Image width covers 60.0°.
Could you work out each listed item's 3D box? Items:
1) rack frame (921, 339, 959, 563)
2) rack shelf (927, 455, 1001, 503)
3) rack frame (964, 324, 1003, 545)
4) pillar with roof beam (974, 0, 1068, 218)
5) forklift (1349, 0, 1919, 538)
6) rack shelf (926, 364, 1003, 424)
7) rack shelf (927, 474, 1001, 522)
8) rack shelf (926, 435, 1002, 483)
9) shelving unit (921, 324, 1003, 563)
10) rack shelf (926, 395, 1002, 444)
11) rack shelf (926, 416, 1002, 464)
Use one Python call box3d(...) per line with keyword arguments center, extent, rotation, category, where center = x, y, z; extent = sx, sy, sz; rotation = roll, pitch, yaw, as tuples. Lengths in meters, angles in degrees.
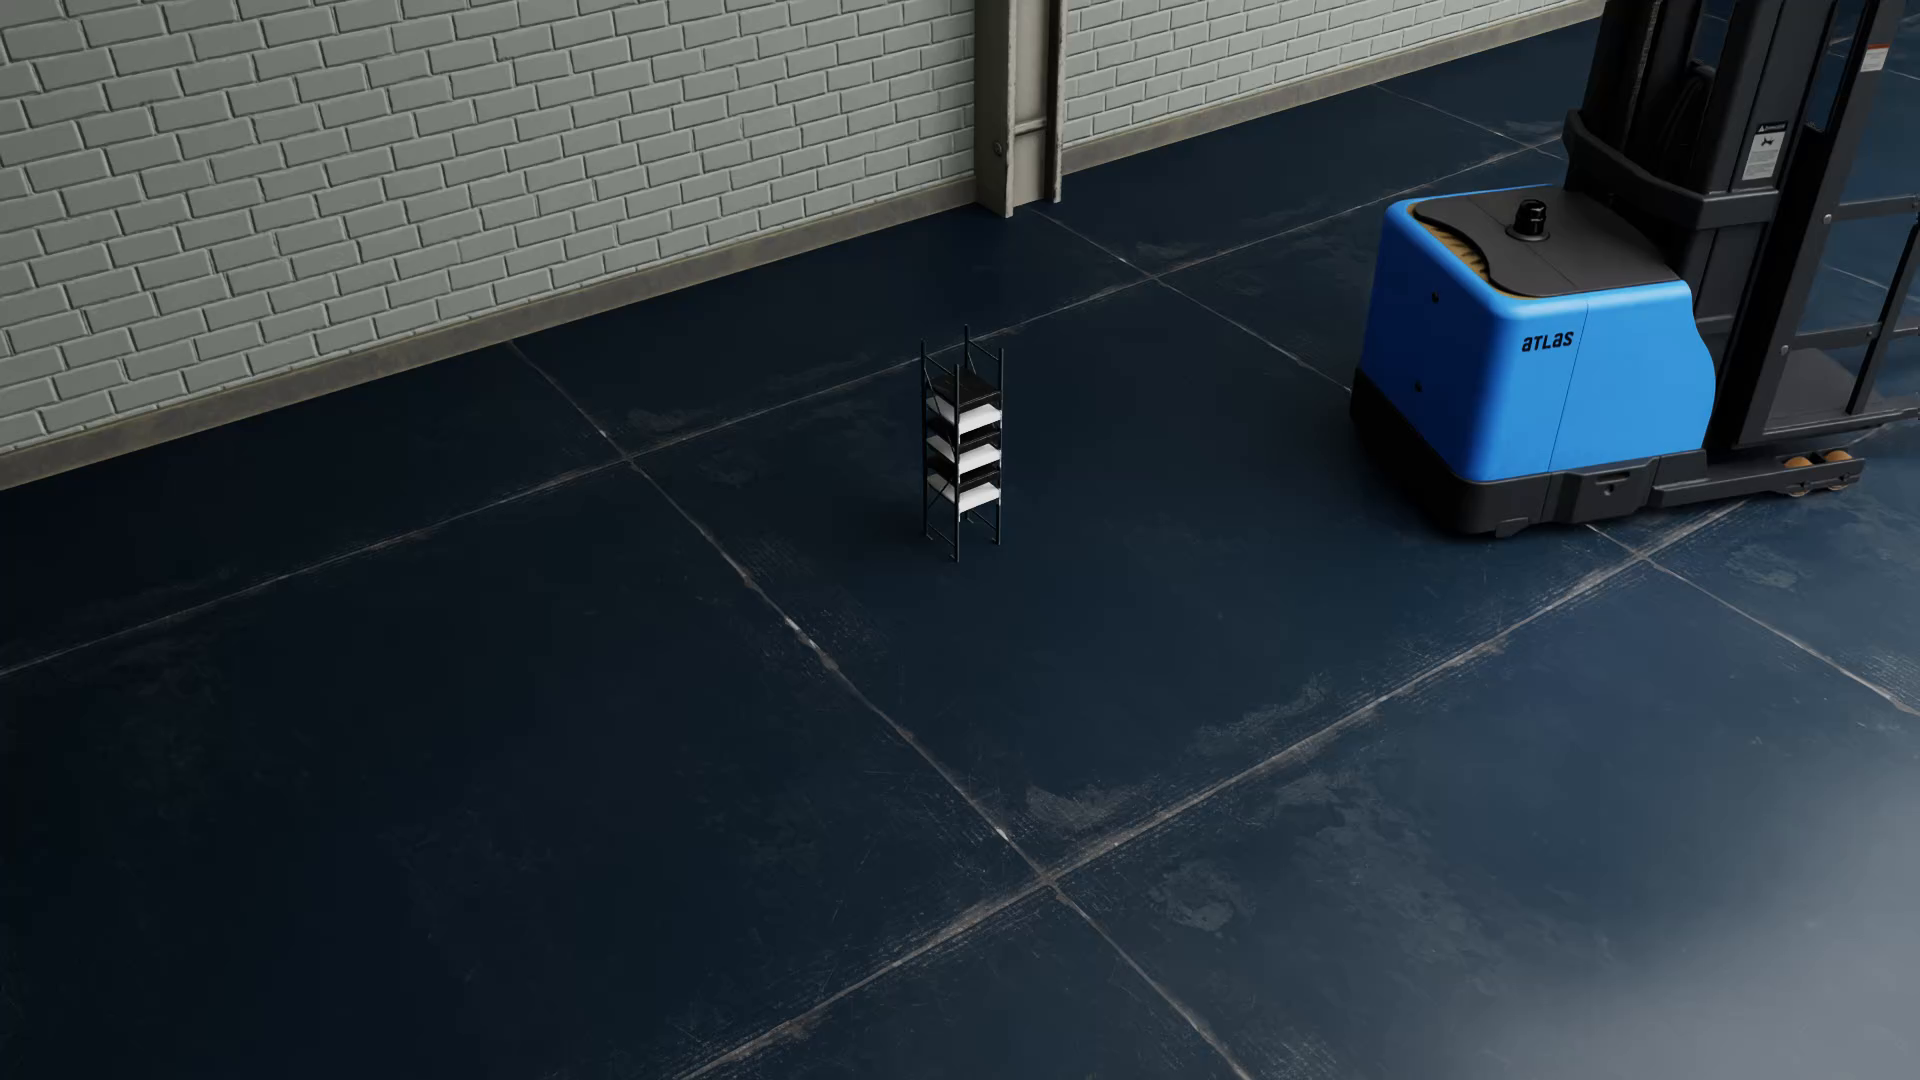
box3d(center=(-0.076, -0.334, 6.443), extent=(0.006, 0.900, 0.240), rotation=(-22, 41, -28), category="rack frame")
box3d(center=(0.007, -0.268, 6.563), extent=(0.200, 0.077, 0.258), rotation=(-22, 41, -28), category="rack shelf")
box3d(center=(0.090, -0.402, 6.539), extent=(0.006, 0.900, 0.240), rotation=(-22, 41, -28), category="rack frame")
box3d(center=(2.805, -3.528, 3.948), extent=(0.400, 9.000, 9.100), rotation=(-22, 41, -28), category="pillar with roof beam")
box3d(center=(3.308, -1.662, 6.550), extent=(3.031, 2.935, 1.130), rotation=(-9, 37, -12), category="forklift")
box3d(center=(0.007, -0.560, 6.353), extent=(0.200, 0.077, 0.258), rotation=(-22, 41, -28), category="rack shelf")
box3d(center=(0.007, -0.195, 6.616), extent=(0.200, 0.077, 0.258), rotation=(-22, 41, -28), category="rack shelf")
box3d(center=(0.007, -0.341, 6.511), extent=(0.200, 0.077, 0.258), rotation=(-22, 41, -28), category="rack shelf")
box3d(center=(0.007, -0.368, 6.491), extent=(0.210, 0.900, 0.258), rotation=(-22, 41, -28), category="shelving unit")
box3d(center=(0.007, -0.487, 6.405), extent=(0.200, 0.077, 0.258), rotation=(-22, 41, -28), category="rack shelf")
box3d(center=(0.007, -0.414, 6.458), extent=(0.200, 0.077, 0.258), rotation=(-22, 41, -28), category="rack shelf")
